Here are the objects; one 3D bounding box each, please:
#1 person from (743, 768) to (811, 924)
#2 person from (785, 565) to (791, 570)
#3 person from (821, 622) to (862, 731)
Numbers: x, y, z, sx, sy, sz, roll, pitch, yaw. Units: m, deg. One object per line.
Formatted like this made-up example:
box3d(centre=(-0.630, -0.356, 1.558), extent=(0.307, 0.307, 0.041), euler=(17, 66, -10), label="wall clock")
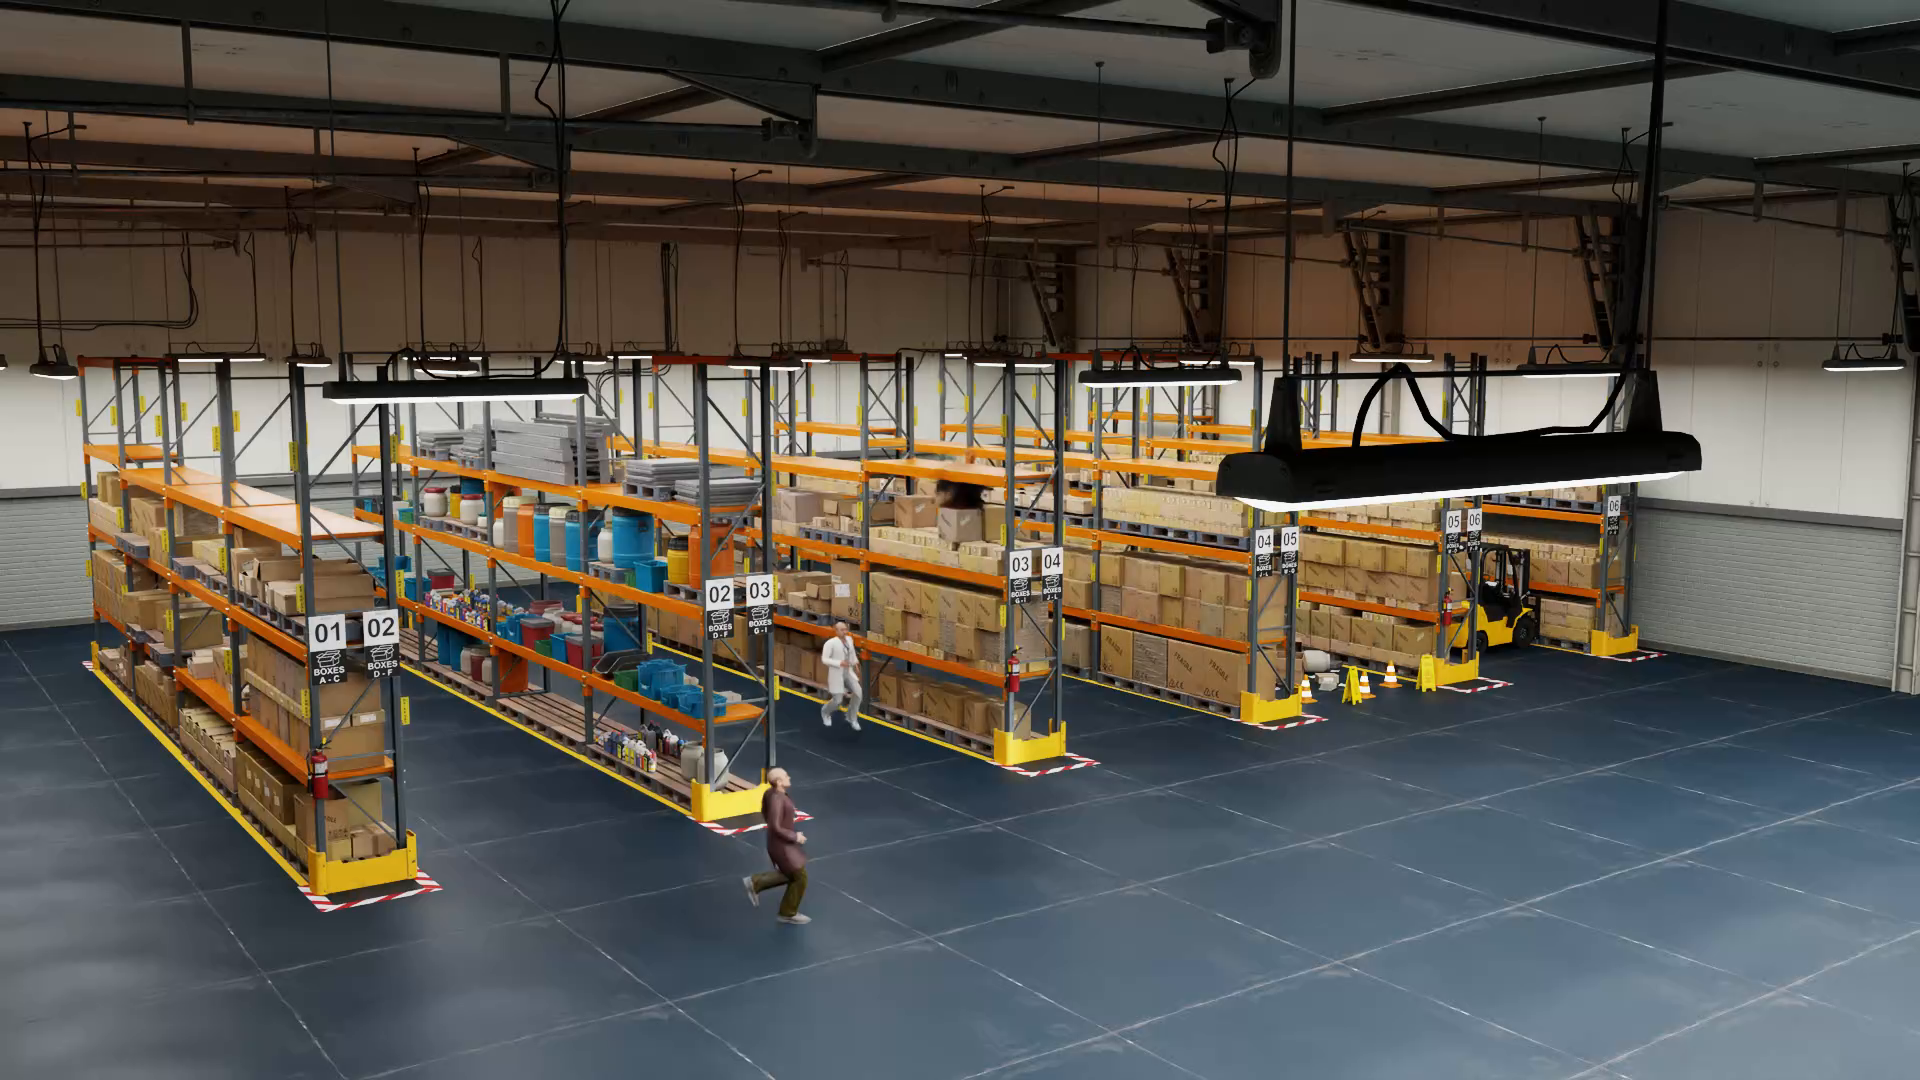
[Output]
box3d(centre=(-1.948, 3.312, 17.979), extent=(0.637, 1.734, 0.741), euler=(-2, 7, -16), label="person")
box3d(centre=(-3.573, 1.349, 34.459), extent=(0.574, 1.685, 1.086), euler=(-5, 8, -34), label="person")
box3d(centre=(-1.889, 2.117, 26.241), extent=(0.736, 1.680, 0.893), euler=(-5, 9, -36), label="person")
